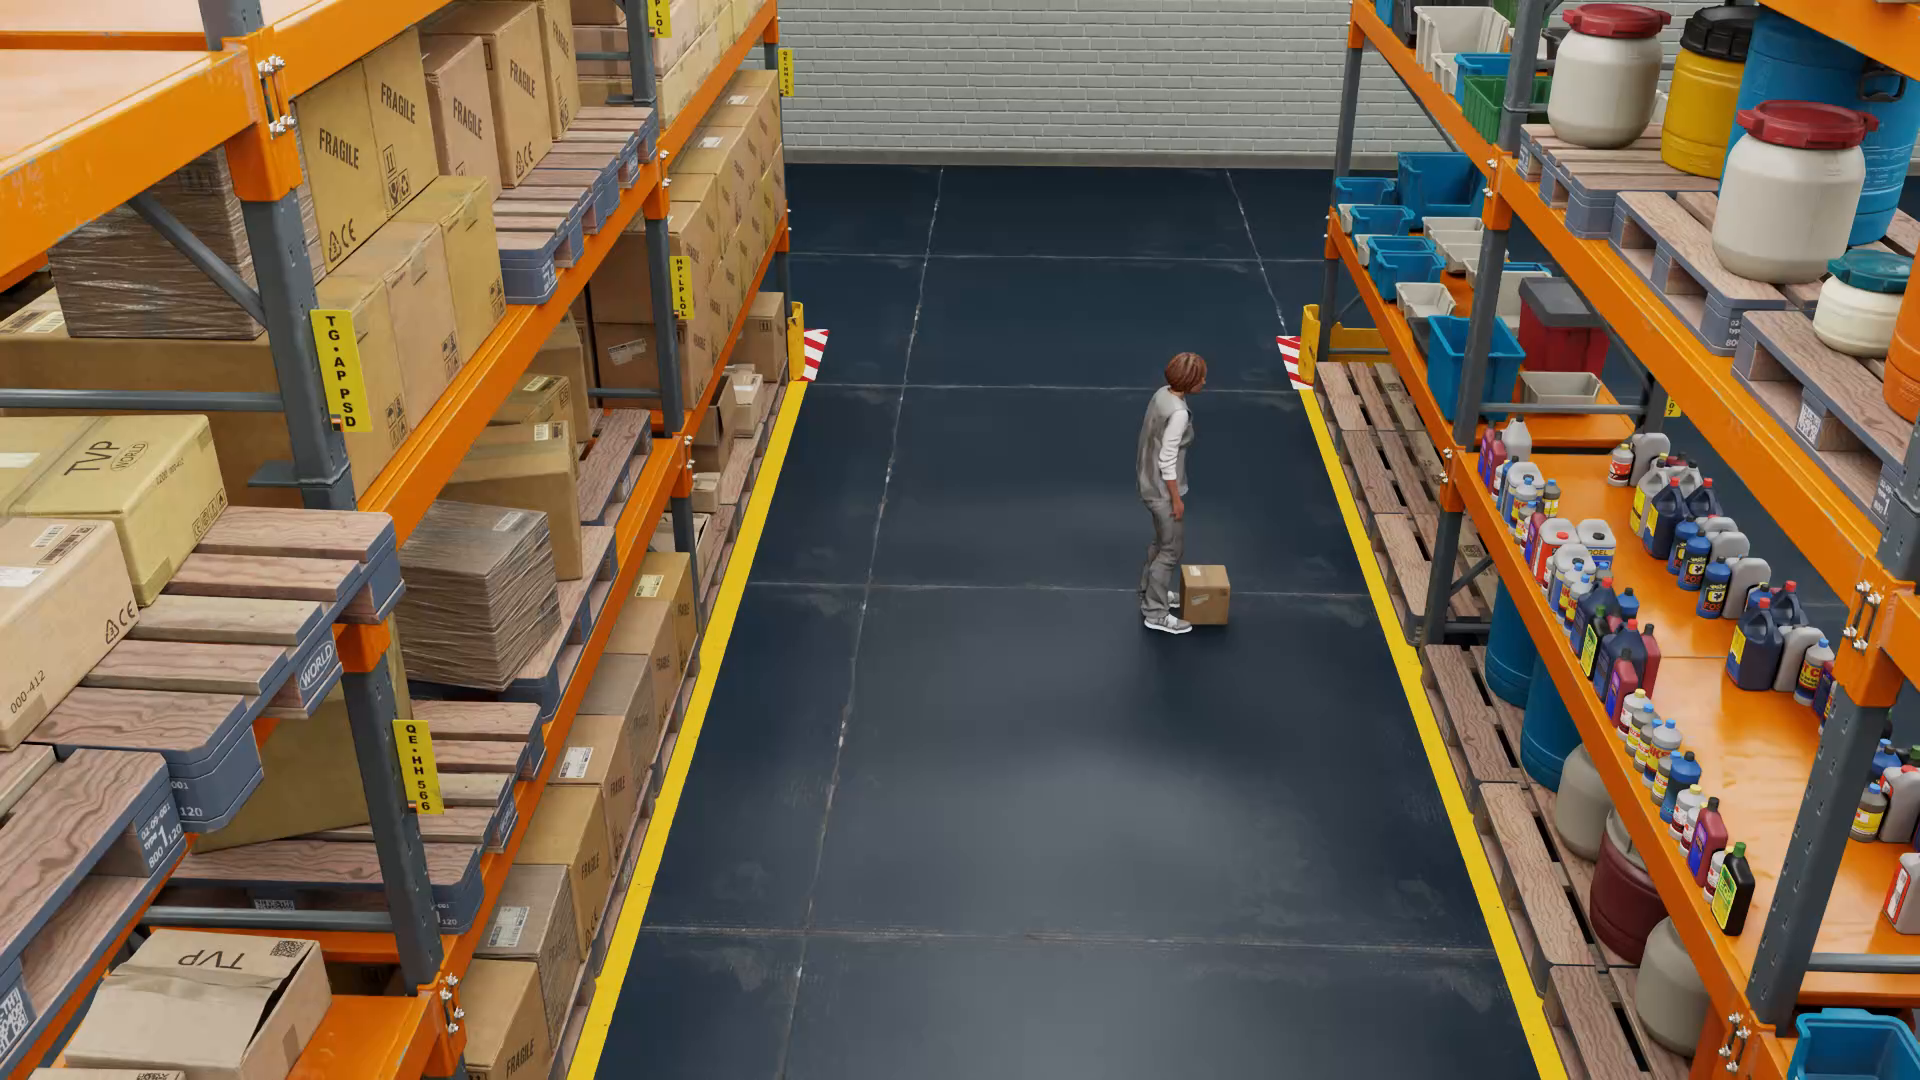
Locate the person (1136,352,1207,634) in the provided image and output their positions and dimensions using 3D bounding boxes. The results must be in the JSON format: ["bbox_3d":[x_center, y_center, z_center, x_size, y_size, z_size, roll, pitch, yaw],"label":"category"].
[{"bbox_3d":[1.142,-0.277,9.148,0.348,1.591,0.466,0,28,0],"label":"person"}]
